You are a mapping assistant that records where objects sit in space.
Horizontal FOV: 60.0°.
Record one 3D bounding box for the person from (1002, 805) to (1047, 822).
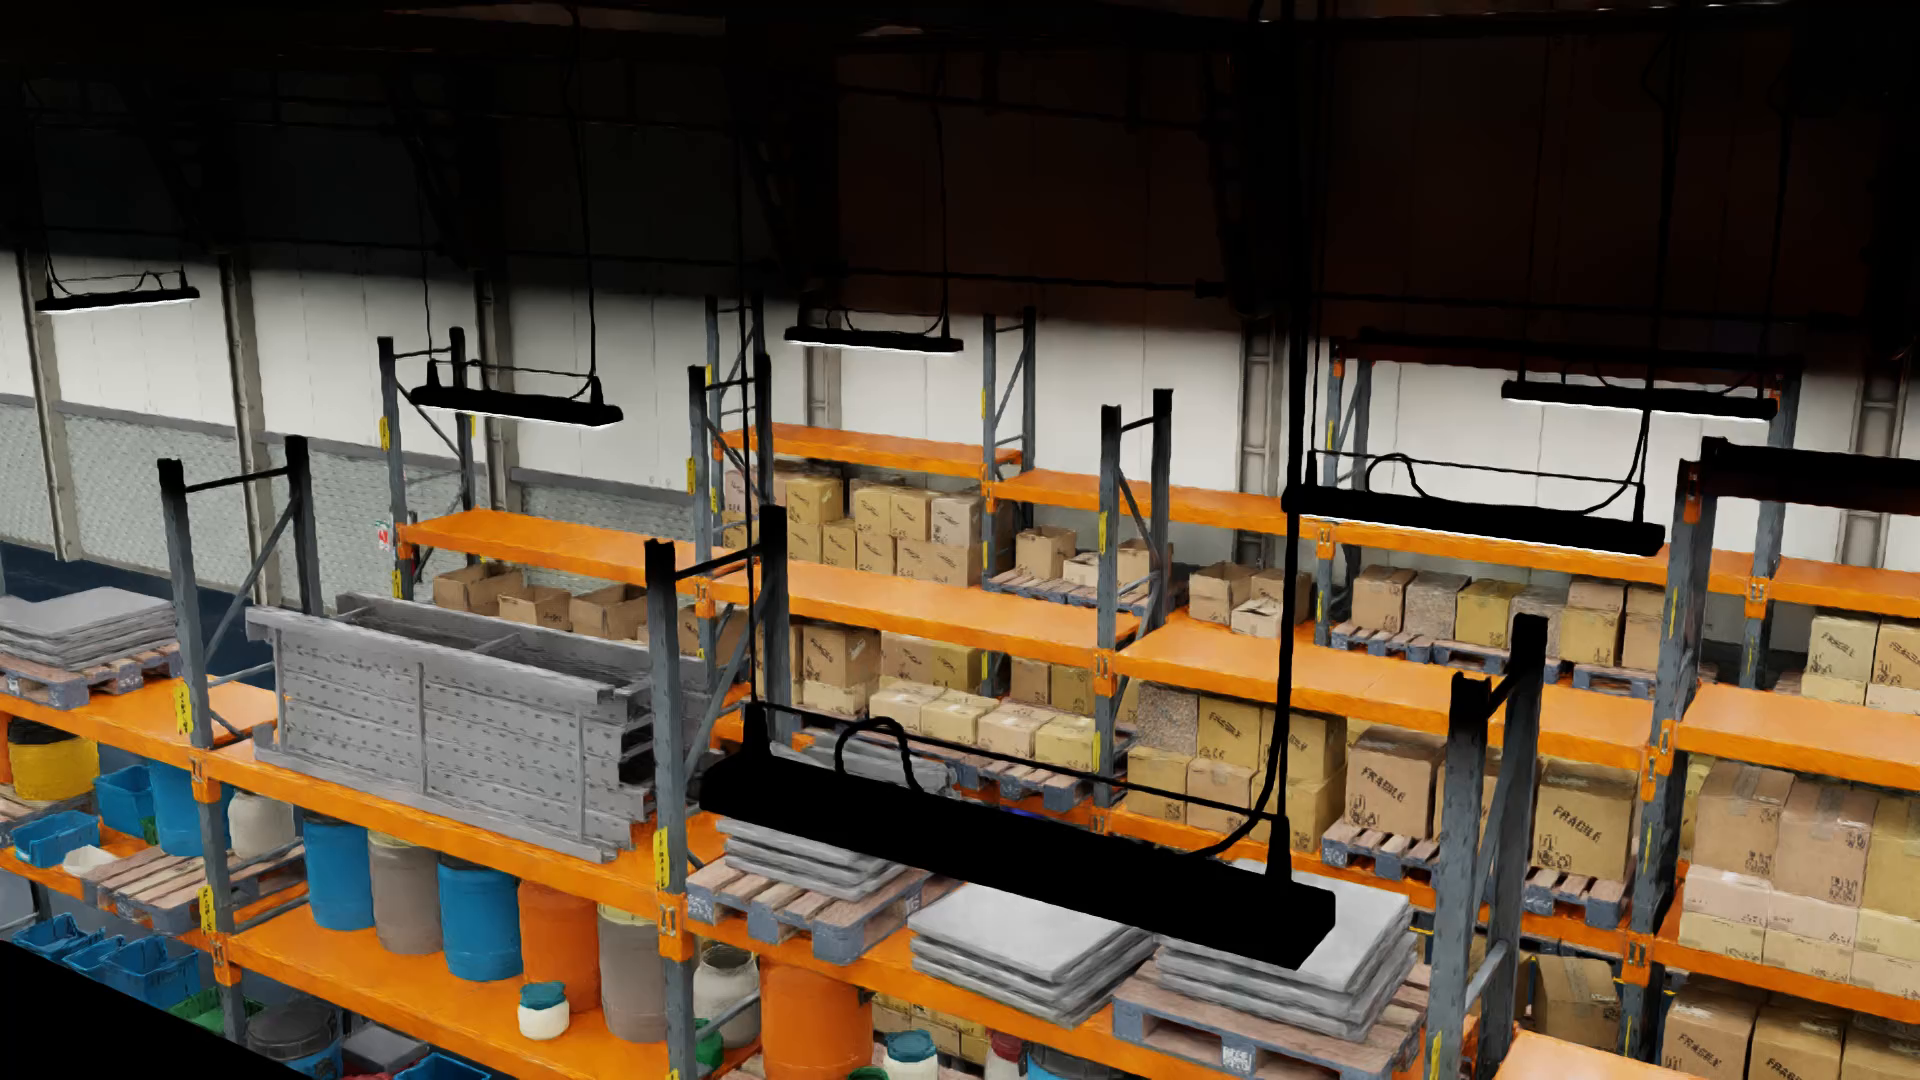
[{"bbox_3d":[0.669,3.150,17.017,0.502,1.663,0.422,1,14,3],"label":"person"}]
